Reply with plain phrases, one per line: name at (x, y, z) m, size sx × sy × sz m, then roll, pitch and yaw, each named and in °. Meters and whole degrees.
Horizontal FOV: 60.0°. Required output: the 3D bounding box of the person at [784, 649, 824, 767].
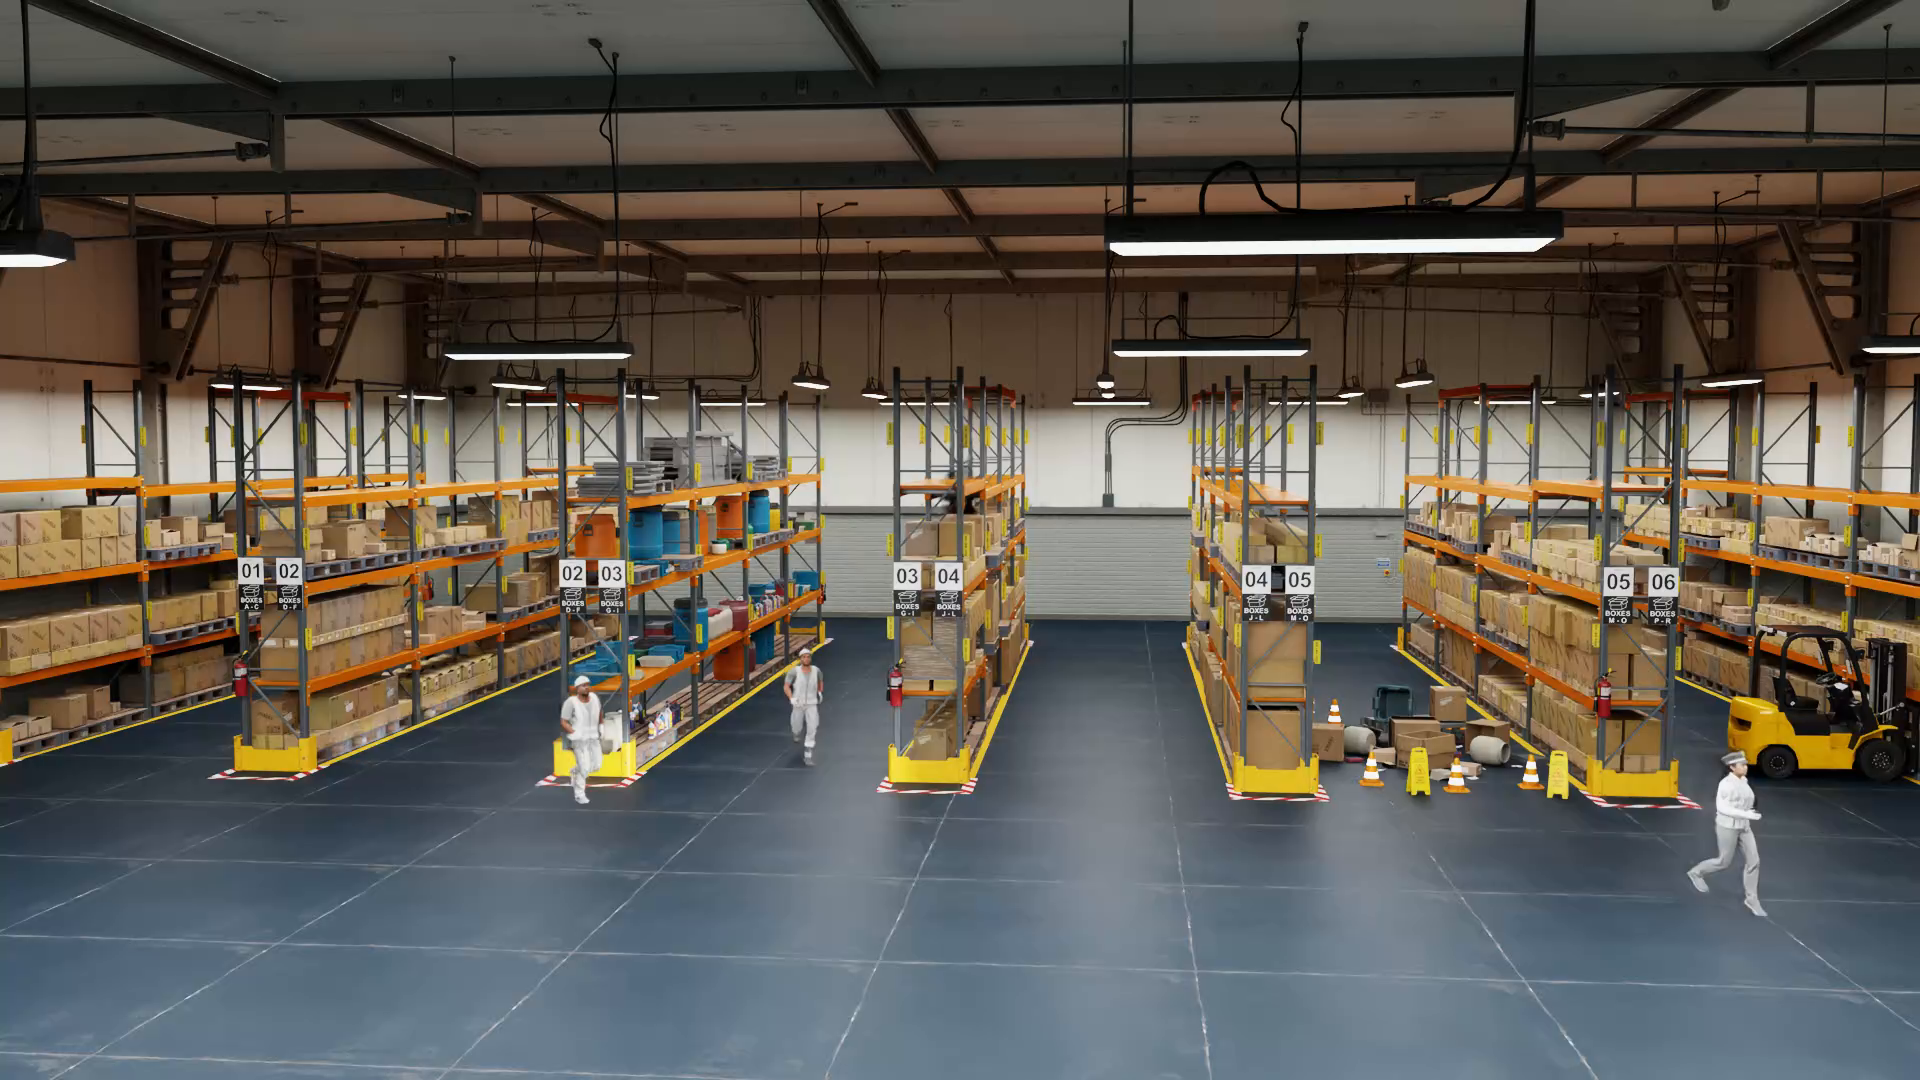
person at (-2.401, 2.553, 25.673) m, size 0.639 × 1.763 × 1.013 m, roll -1°, pitch 4°, yaw -11°

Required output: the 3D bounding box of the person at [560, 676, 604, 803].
person at (-5.169, 2.720, 22.812) m, size 0.670 × 1.741 × 0.714 m, roll 3°, pitch 5°, yaw 43°

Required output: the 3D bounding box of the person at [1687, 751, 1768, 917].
person at (8.177, 3.079, 17.674) m, size 0.647 × 1.737 × 0.895 m, roll -3°, pitch 4°, yaw -36°

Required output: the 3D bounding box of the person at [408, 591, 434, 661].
person at (-11.244, 1.926, 34.660) m, size 0.734 × 1.732 × 1.025 m, roll 0°, pitch 4°, yaw 7°
